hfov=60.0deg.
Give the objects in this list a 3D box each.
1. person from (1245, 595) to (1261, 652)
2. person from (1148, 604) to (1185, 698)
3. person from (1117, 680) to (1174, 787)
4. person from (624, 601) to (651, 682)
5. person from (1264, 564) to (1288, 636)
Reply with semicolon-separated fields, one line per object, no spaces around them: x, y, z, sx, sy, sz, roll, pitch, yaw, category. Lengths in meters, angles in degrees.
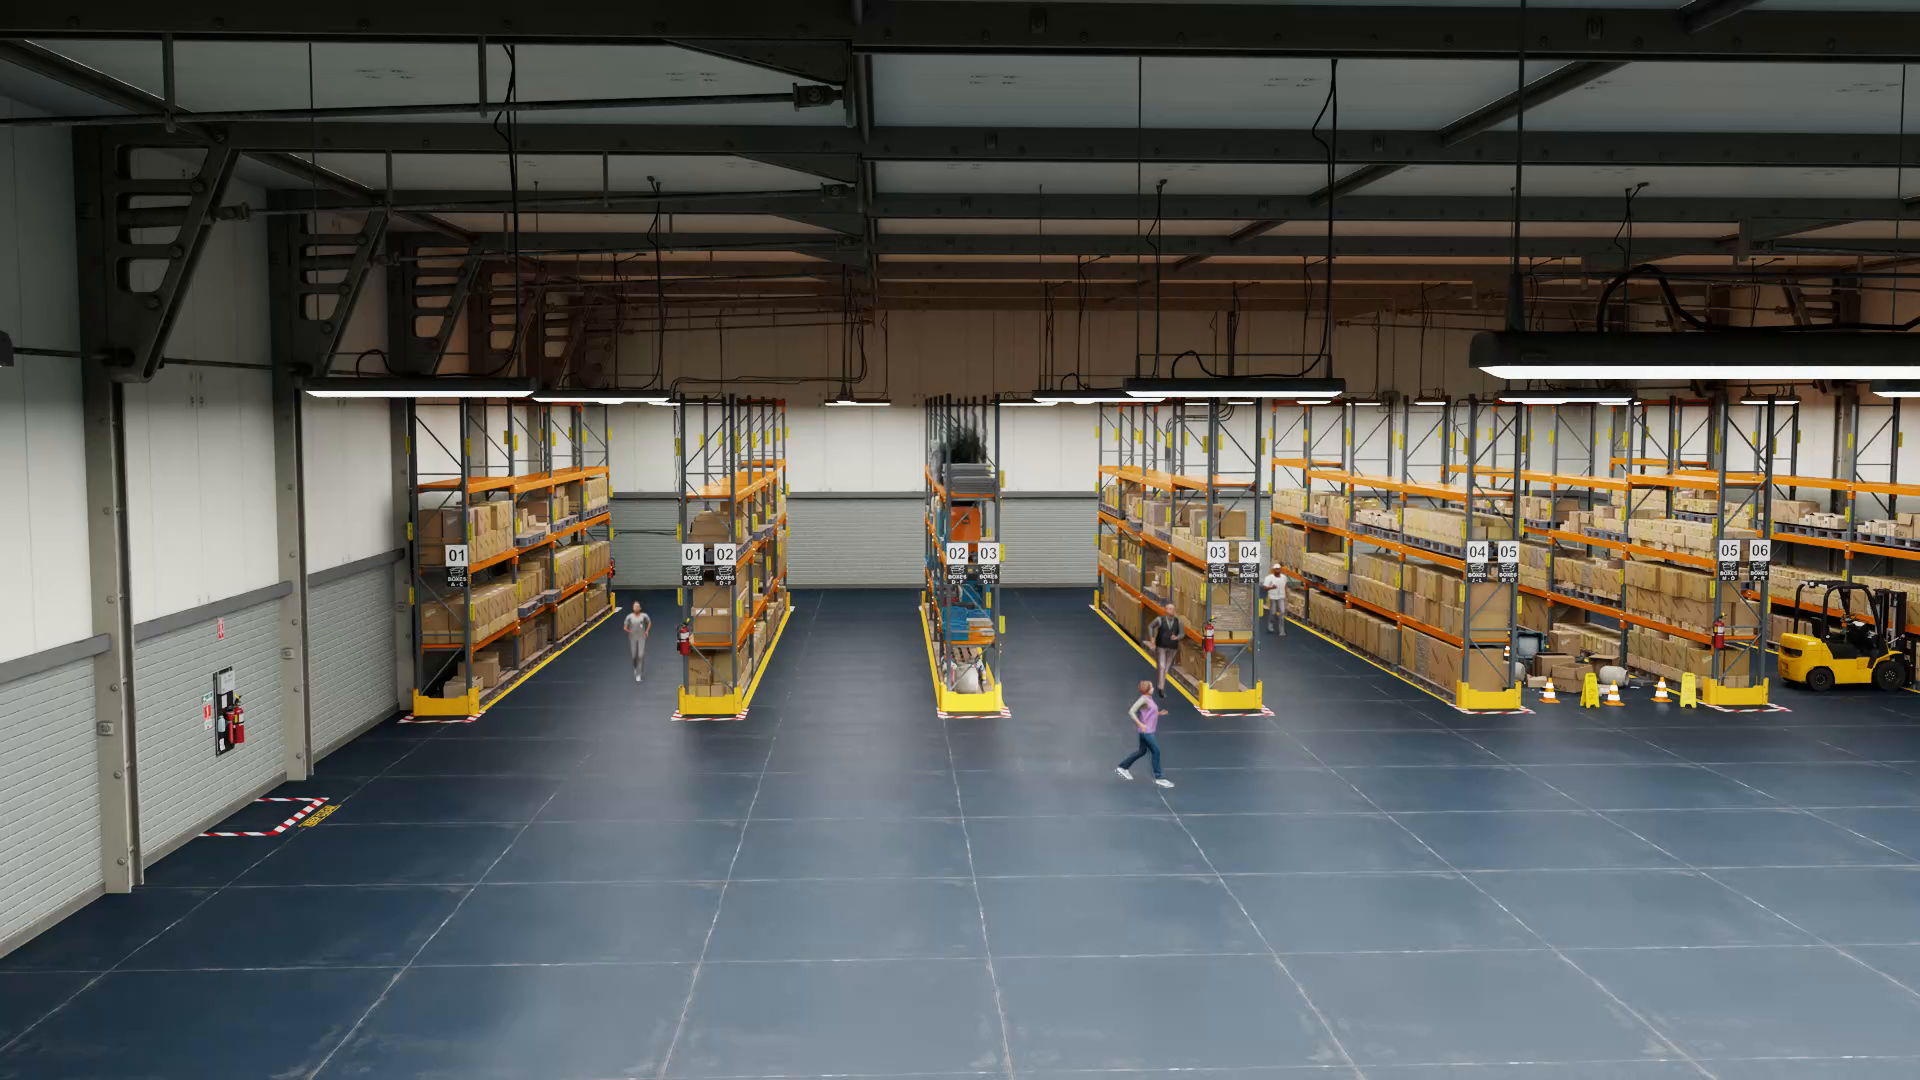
6.798;1.763;39.261;0.718;1.724;0.618;-1;5;-13;person
3.942;2.086;31.560;0.675;1.747;0.878;-1;5;-9;person
2.809;2.914;25.168;0.878;1.596;0.531;1;5;14;person
-6.803;2.115;35.060;0.568;1.663;0.935;-1;5;-10;person
8.009;1.487;42.056;0.688;1.785;0.887;0;5;-6;person
